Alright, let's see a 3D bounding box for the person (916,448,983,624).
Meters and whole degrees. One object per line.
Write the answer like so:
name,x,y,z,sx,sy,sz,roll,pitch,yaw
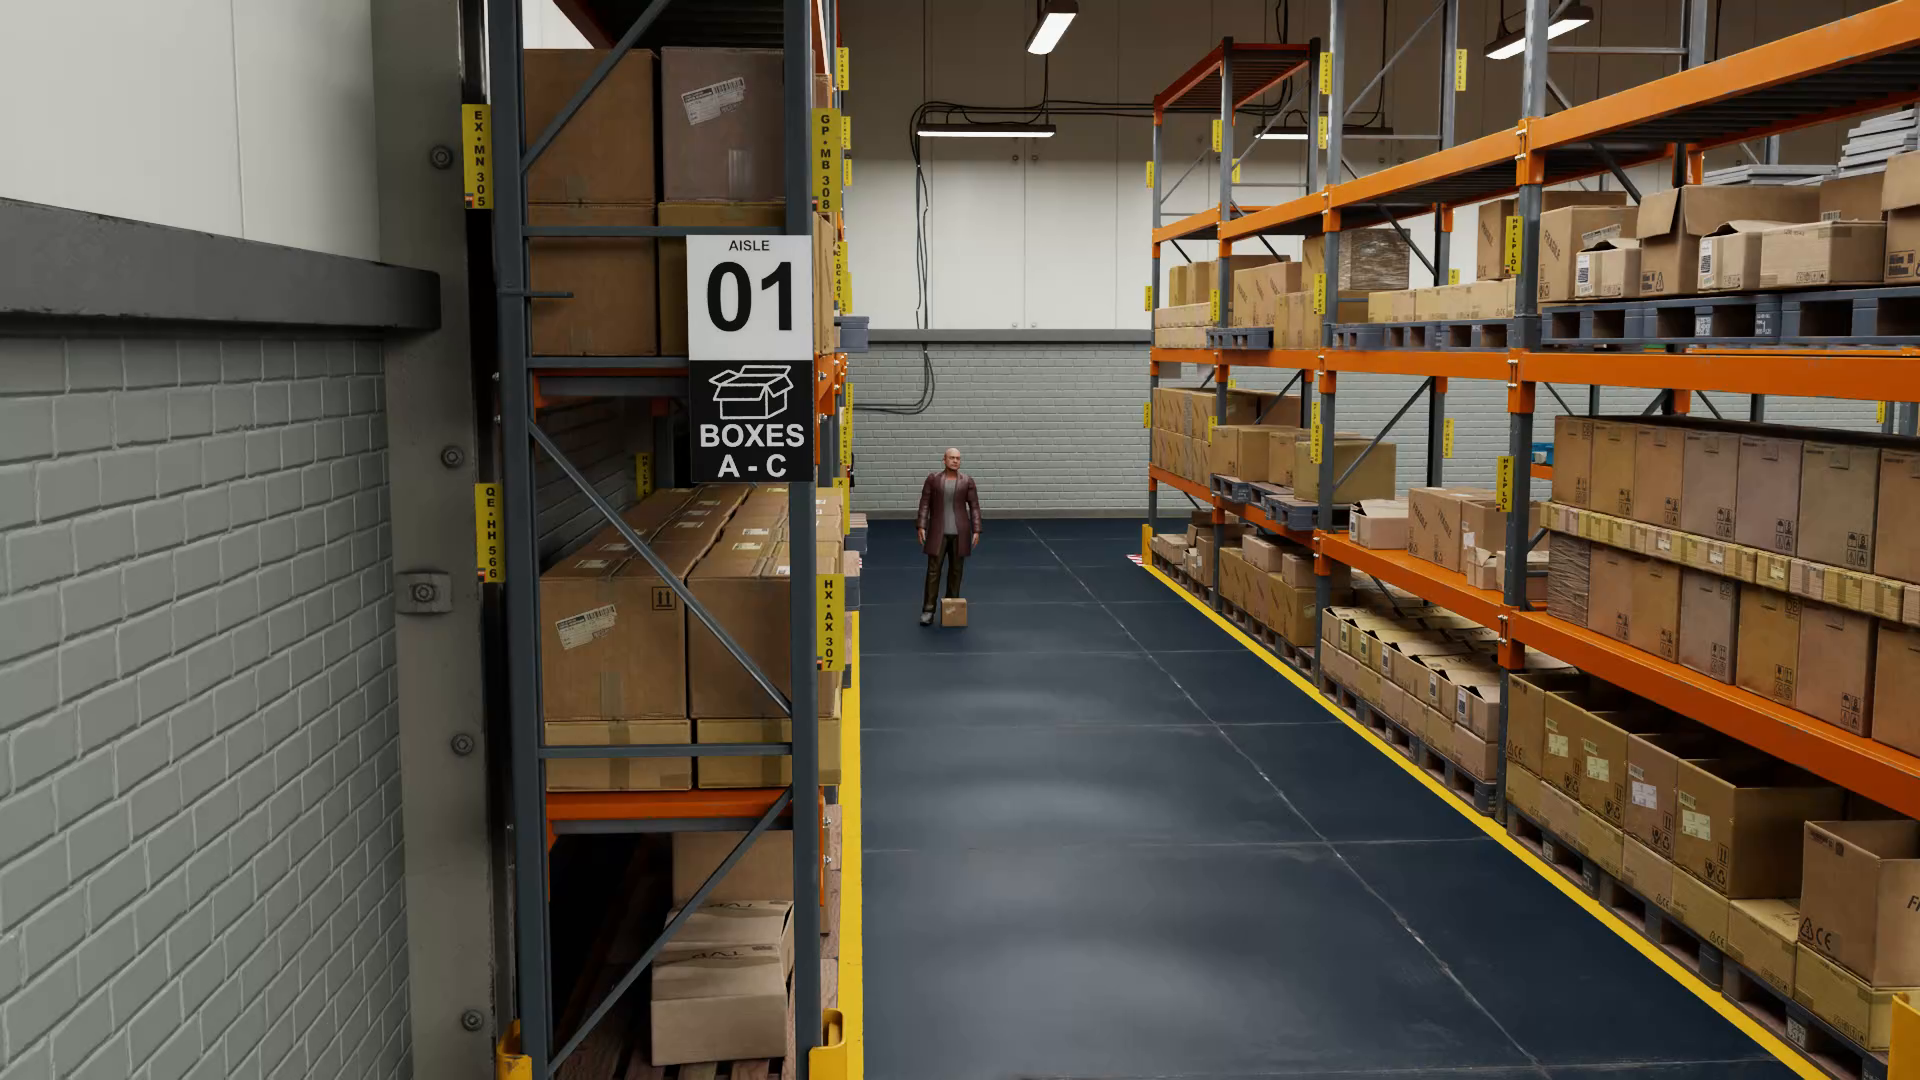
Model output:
person,-0.106,-0.047,17.121,0.698,1.779,0.579,0,7,-3
